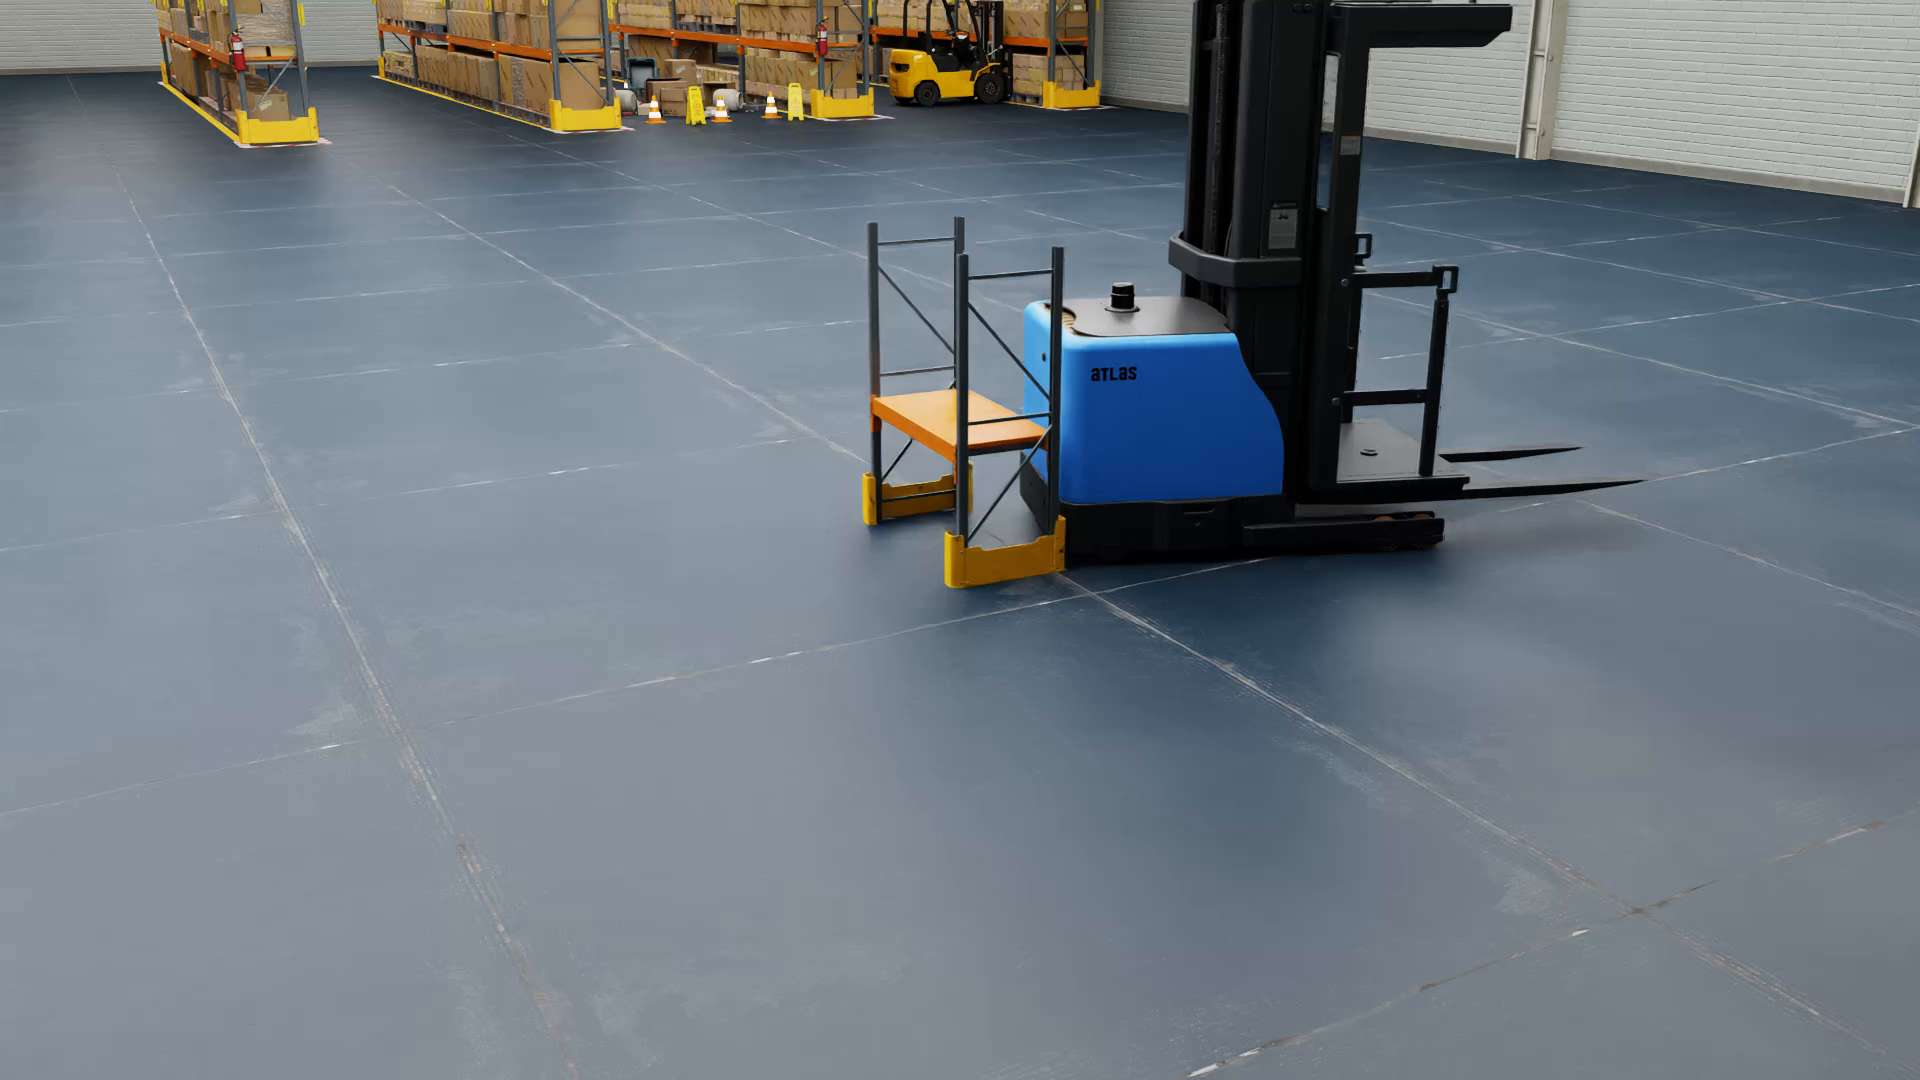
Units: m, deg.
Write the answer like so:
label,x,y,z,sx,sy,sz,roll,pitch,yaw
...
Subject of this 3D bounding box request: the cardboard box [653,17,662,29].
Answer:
label,x,y,z,sx,sy,sz,roll,pitch,yaw
cardboard box,-6.678,-11.806,37.976,0.500,0.250,0.500,-10,21,-26

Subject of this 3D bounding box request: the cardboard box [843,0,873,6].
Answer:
label,x,y,z,sx,sy,sz,roll,pitch,yaw
cardboard box,-2.524,-13.085,40.650,0.797,0.503,0.637,-11,22,-28

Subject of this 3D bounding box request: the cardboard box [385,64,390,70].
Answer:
label,x,y,z,sx,sy,sz,roll,pitch,yaw
cardboard box,-14.093,-11.779,41.396,0.380,0.149,0.250,-10,21,-26

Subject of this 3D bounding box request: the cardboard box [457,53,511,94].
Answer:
label,x,y,z,sx,sy,sz,roll,pitch,yaw
cardboard box,-9.633,-9.528,33.949,1.050,0.750,0.750,-10,21,-26

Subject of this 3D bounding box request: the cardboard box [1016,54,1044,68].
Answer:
label,x,y,z,sx,sy,sz,roll,pitch,yaw
cardboard box,1.472,-9.702,33.687,0.500,0.250,0.500,-10,21,-26

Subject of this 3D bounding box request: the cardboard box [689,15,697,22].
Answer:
label,x,y,z,sx,sy,sz,roll,pitch,yaw
cardboard box,-5.656,-11.331,36.111,0.380,0.149,0.250,-10,21,-26

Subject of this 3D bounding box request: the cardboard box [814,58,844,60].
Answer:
label,x,y,z,sx,sy,sz,roll,pitch,yaw
cardboard box,-2.558,-9.015,32.079,0.500,0.500,0.500,-11,22,-29

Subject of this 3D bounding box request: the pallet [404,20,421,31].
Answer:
label,x,y,z,sx,sy,sz,roll,pitch,yaw
pallet,-11.926,-11.647,37.581,1.003,0.211,1.213,-10,21,-27

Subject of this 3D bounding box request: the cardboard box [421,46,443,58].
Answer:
label,x,y,z,sx,sy,sz,roll,pitch,yaw
cardboard box,-11.787,-10.946,37.293,0.500,0.250,0.500,-9,21,-25

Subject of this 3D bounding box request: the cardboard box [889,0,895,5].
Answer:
label,x,y,z,sx,sy,sz,roll,pitch,yaw
cardboard box,-1.422,-12.468,38.517,0.380,0.149,0.250,-9,21,-25

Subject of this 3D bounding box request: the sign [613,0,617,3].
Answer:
label,x,y,z,sx,sy,sz,roll,pitch,yaw
sign,-8.340,-13.136,40.152,0.100,0.325,0.005,-10,21,-27

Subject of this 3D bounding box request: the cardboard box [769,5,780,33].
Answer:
label,x,y,z,sx,sy,sz,roll,pitch,yaw
cardboard box,-3.347,-10.069,32.103,0.500,0.500,0.500,-10,21,-26

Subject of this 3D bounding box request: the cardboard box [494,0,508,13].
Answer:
label,x,y,z,sx,sy,sz,roll,pitch,yaw
cardboard box,-8.217,-10.154,31.073,0.875,0.550,0.550,-10,21,-27

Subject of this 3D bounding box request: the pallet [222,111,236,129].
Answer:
label,x,y,z,sx,sy,sz,roll,pitch,yaw
pallet,-12.425,-7.439,29.365,1.003,0.211,1.213,-10,21,-27

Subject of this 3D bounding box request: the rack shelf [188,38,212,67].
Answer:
label,x,y,z,sx,sy,sz,roll,pitch,yaw
rack shelf,-13.725,-9.178,31.234,1.077,0.370,4.000,-10,21,-27

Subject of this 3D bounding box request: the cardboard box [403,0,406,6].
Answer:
label,x,y,z,sx,sy,sz,roll,pitch,yaw
cardboard box,-12.378,-12.157,37.592,0.380,0.149,0.250,-9,21,-24

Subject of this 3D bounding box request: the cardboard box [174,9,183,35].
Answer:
label,x,y,z,sx,sy,sz,roll,pitch,yaw
cardboard box,-16.099,-10.829,34.763,0.500,0.500,0.500,-11,22,-28

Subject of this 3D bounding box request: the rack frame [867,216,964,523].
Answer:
label,x,y,z,sx,sy,sz,roll,pitch,yaw
rack frame,-0.211,-0.834,8.249,0.500,1.500,0.032,-9,21,-23

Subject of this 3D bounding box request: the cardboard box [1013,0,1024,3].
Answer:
label,x,y,z,sx,sy,sz,roll,pitch,yaw
cardboard box,1.290,-10.943,33.642,0.380,0.149,0.250,-9,21,-25

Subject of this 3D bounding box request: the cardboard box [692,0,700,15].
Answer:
label,x,y,z,sx,sy,sz,roll,pitch,yaw
cardboard box,-5.431,-11.549,35.749,0.500,0.500,0.500,-10,21,-26

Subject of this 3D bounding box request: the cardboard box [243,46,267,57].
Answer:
label,x,y,z,sx,sy,sz,roll,pitch,yaw
cardboard box,-11.192,-7.727,26.311,0.380,0.149,0.250,-10,21,-27

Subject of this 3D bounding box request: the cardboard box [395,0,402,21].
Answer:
label,x,y,z,sx,sy,sz,roll,pitch,yaw
cardboard box,-12.885,-12.412,38.894,0.500,0.500,0.500,-11,22,-28

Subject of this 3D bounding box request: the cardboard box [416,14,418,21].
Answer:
label,x,y,z,sx,sy,sz,roll,pitch,yaw
cardboard box,-11.754,-11.501,36.605,0.380,0.149,0.250,-10,22,-28

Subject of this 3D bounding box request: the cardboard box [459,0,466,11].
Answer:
label,x,y,z,sx,sy,sz,roll,pitch,yaw
cardboard box,-9.816,-11.076,33.946,0.700,0.500,0.500,-10,22,-27

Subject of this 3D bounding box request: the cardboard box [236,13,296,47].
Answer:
label,x,y,z,sx,sy,sz,roll,pitch,yaw
cardboard box,-11.113,-8.146,26.530,0.875,0.500,0.500,-10,21,-27

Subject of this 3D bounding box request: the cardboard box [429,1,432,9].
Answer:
label,x,y,z,sx,sy,sz,roll,pitch,yaw
cardboard box,-11.015,-11.335,35.211,0.380,0.149,0.250,-10,22,-27

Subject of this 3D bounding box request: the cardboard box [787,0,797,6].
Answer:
label,x,y,z,sx,sy,sz,roll,pitch,yaw
cardboard box,-2.823,-10.251,31.097,0.700,0.500,0.500,-10,21,-26

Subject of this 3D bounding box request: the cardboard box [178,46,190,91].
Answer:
label,x,y,z,sx,sy,sz,roll,pitch,yaw
cardboard box,-15.400,-9.745,34.387,1.225,0.875,0.875,-10,21,-26

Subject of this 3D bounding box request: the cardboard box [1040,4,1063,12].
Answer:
label,x,y,z,sx,sy,sz,roll,pitch,yaw
cardboard box,1.801,-10.511,32.846,0.380,0.149,0.250,-10,21,-26

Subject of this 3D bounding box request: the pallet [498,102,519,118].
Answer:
label,x,y,z,sx,sy,sz,roll,pitch,yaw
pallet,-8.070,-8.135,31.383,1.003,0.211,1.213,-10,21,-27

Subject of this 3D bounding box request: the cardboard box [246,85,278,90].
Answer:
label,x,y,z,sx,sy,sz,roll,pitch,yaw
cardboard box,-11.978,-7.511,28.487,0.500,0.500,0.500,-12,22,-31

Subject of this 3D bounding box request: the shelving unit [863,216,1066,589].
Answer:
label,x,y,z,sx,sy,sz,roll,pitch,yaw
shelving unit,-0.001,-0.686,7.821,0.587,1.500,1.083,-9,21,-23

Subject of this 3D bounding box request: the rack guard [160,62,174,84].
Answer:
label,x,y,z,sx,sy,sz,roll,pitch,yaw
rack guard,-18.485,-11.214,39.864,1.175,0.500,0.348,-10,21,-27

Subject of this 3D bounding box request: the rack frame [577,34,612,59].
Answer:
label,x,y,z,sx,sy,sz,roll,pitch,yaw
rack frame,-9.752,-13.924,43.885,1.000,3.000,0.127,-10,21,-27

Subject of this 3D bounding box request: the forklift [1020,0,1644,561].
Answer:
label,x,y,z,sx,sy,sz,roll,pitch,yaw
forklift,1.874,-1.498,7.980,3.031,2.935,1.130,-3,19,-9

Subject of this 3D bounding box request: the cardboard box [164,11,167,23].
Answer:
label,x,y,z,sx,sy,sz,roll,pitch,yaw
cardboard box,-17.505,-11.691,37.188,0.500,0.250,0.500,-10,21,-26

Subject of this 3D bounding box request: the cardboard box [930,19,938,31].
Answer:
label,x,y,z,sx,sy,sz,roll,pitch,yaw
cardboard box,-0.400,-11.426,36.875,0.500,0.250,0.500,-10,21,-27

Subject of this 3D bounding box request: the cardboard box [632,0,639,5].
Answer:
label,x,y,z,sx,sy,sz,roll,pitch,yaw
cardboard box,-7.395,-12.839,39.053,0.500,0.500,0.500,-11,22,-28

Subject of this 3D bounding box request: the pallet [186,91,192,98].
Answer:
label,x,y,z,sx,sy,sz,roll,pitch,yaw
pallet,-16.141,-9.713,35.955,1.003,0.211,1.213,-10,21,-27

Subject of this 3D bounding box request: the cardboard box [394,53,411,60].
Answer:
label,x,y,z,sx,sy,sz,roll,pitch,yaw
cardboard box,-13.468,-11.683,40.204,0.380,0.149,0.250,-10,21,-26

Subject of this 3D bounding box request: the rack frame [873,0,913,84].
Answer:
label,x,y,z,sx,sy,sz,roll,pitch,yaw
rack frame,-1.586,-12.397,39.461,1.000,3.000,0.127,-10,21,-27

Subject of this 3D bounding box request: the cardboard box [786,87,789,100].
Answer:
label,x,y,z,sx,sy,sz,roll,pitch,yaw
cardboard box,-3.014,-8.570,31.940,0.500,0.250,0.500,-10,21,-26

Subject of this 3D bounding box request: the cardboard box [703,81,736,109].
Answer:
label,x,y,z,sx,sy,sz,roll,pitch,yaw
cardboard box,-4.742,-8.780,32.807,0.500,0.500,0.500,4,19,11

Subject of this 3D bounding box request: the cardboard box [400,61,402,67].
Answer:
label,x,y,z,sx,sy,sz,roll,pitch,yaw
cardboard box,-13.362,-11.562,40.311,0.380,0.149,0.250,-9,21,-24

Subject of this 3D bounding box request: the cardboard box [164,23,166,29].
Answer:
label,x,y,z,sx,sy,sz,roll,pitch,yaw
cardboard box,-17.737,-11.601,37.537,0.380,0.149,0.250,-10,21,-26

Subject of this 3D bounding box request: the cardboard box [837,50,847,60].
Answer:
label,x,y,z,sx,sy,sz,roll,pitch,yaw
cardboard box,-2.719,-11.944,41.334,0.500,0.500,0.500,-11,22,-29

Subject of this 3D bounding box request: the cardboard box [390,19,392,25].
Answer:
label,x,y,z,sx,sy,sz,roll,pitch,yaw
cardboard box,-13.606,-12.579,40.371,0.380,0.149,0.250,-10,22,-27

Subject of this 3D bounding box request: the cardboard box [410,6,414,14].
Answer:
label,x,y,z,sx,sy,sz,roll,pitch,yaw
cardboard box,-12.007,-11.793,36.995,0.380,0.149,0.250,-11,22,-29

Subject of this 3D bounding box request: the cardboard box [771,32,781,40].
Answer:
label,x,y,z,sx,sy,sz,roll,pitch,yaw
cardboard box,-3.443,-9.784,32.271,0.380,0.149,0.250,-10,21,-27

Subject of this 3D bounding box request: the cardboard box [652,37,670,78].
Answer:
label,x,y,z,sx,sy,sz,roll,pitch,yaw
cardboard box,-6.628,-11.289,38.863,0.875,0.875,0.875,-10,21,-26

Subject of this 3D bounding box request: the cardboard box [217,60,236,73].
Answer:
label,x,y,z,sx,sy,sz,roll,pitch,yaw
cardboard box,-14.069,-9.135,32.014,0.500,0.250,0.500,-7,20,-21

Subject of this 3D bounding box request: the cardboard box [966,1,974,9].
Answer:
label,x,y,z,sx,sy,sz,roll,pitch,yaw
cardboard box,0.357,-11.397,35.413,0.380,0.149,0.250,-9,21,-25
